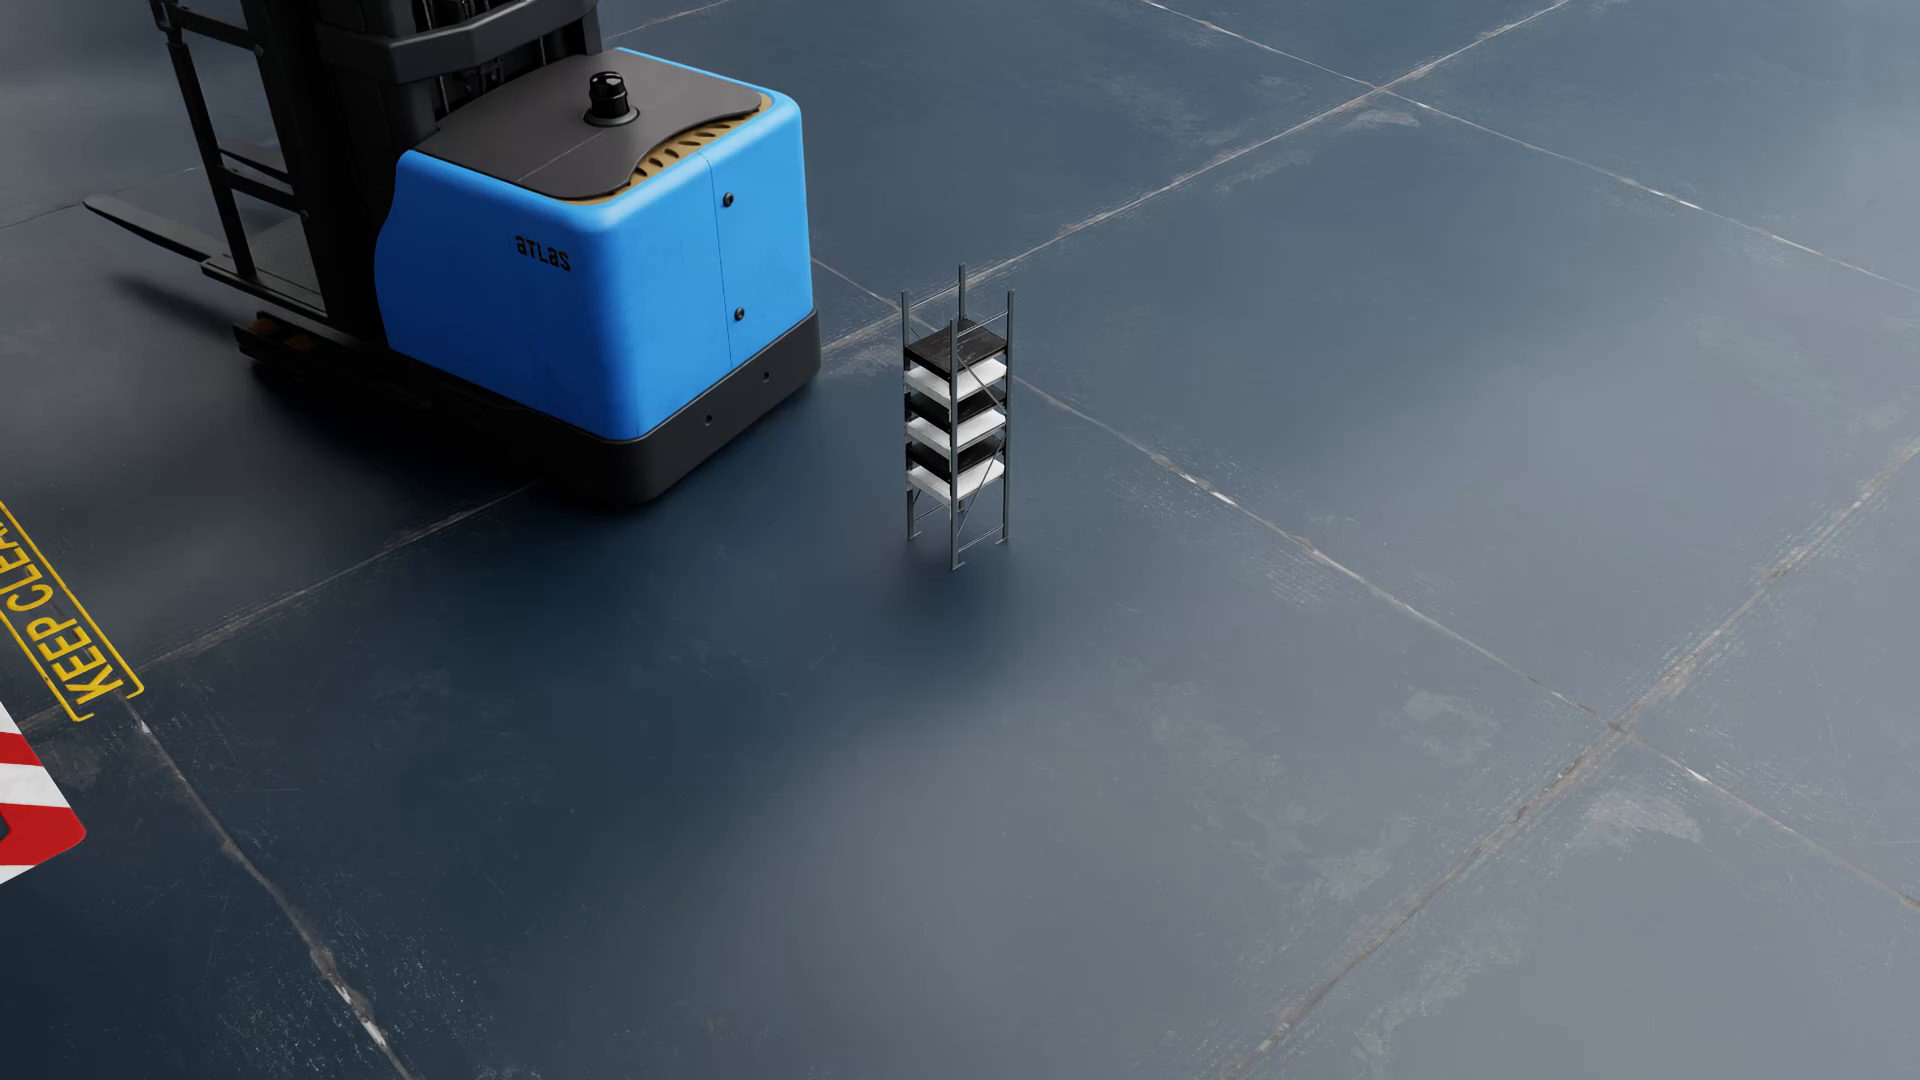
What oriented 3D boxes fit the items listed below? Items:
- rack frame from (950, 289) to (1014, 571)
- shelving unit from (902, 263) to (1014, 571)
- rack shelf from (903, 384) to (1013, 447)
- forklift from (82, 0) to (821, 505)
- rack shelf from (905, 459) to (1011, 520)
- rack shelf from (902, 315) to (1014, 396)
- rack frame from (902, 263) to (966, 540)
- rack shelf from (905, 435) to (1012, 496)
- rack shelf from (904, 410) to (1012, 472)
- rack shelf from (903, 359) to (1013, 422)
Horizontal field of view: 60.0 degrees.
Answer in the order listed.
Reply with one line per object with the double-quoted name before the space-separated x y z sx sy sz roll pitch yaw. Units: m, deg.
"rack frame" 0.063 -0.307 4.914 0.240 0.900 0.006 -30 48 -32
"shelving unit" -0.005 -0.354 4.972 0.258 0.900 0.210 -30 48 -32
"rack shelf" -0.005 -0.398 4.936 0.258 0.077 0.200 -30 48 -32
"forklift" -2.008 -1.963 5.348 3.031 2.935 1.130 22 44 25
"rack shelf" -0.005 -0.188 5.106 0.258 0.077 0.200 -30 48 -32
"rack shelf" -0.005 -0.538 4.823 0.258 0.077 0.200 -30 48 -32
"rack frame" -0.074 -0.401 5.030 0.240 0.900 0.006 -30 48 -32
"rack shelf" -0.005 -0.258 5.049 0.258 0.077 0.200 -30 48 -32
"rack shelf" -0.005 -0.328 4.993 0.258 0.077 0.200 -30 48 -32
"rack shelf" -0.005 -0.468 4.880 0.258 0.077 0.200 -30 48 -32
